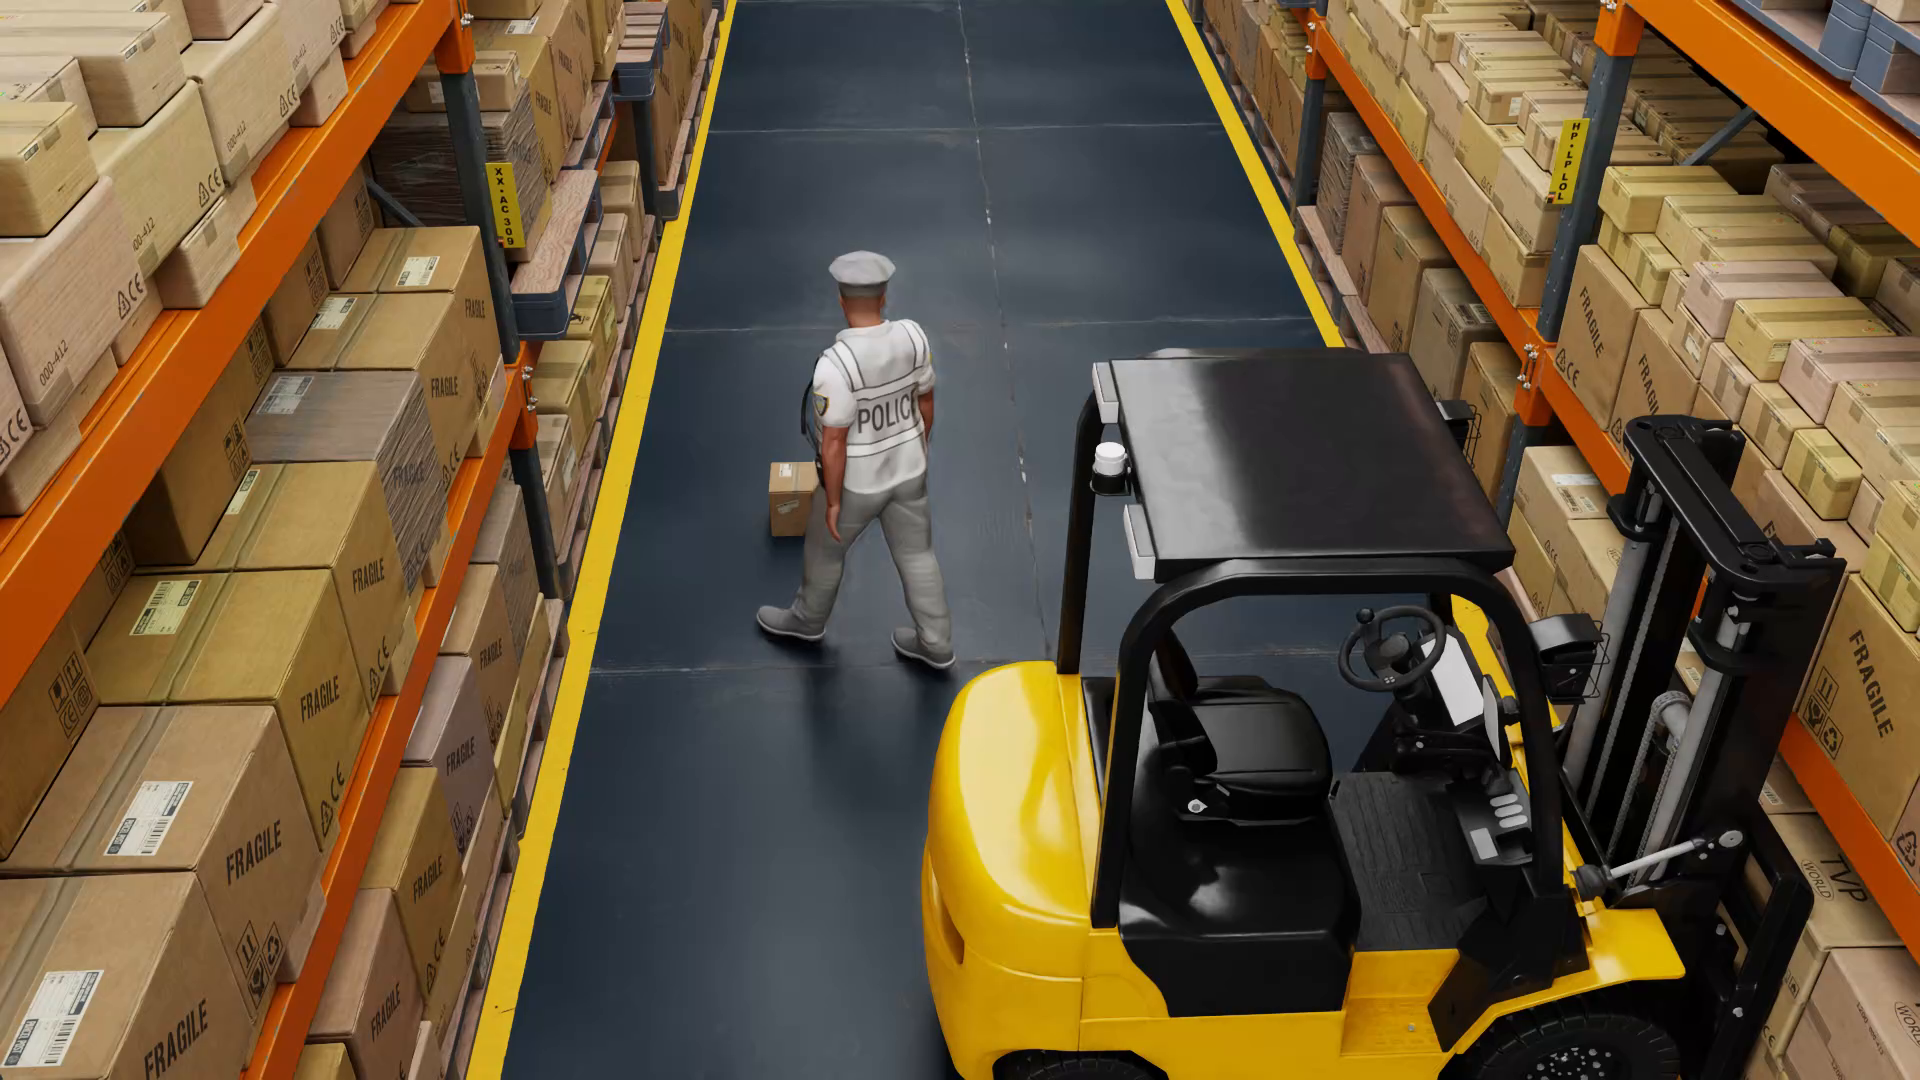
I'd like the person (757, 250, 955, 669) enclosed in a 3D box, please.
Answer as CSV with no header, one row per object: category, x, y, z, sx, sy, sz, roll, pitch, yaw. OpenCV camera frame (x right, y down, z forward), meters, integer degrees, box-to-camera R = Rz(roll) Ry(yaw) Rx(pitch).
person,-0.387,-0.293,6.544,0.639,1.712,0.819,-25,42,-31
